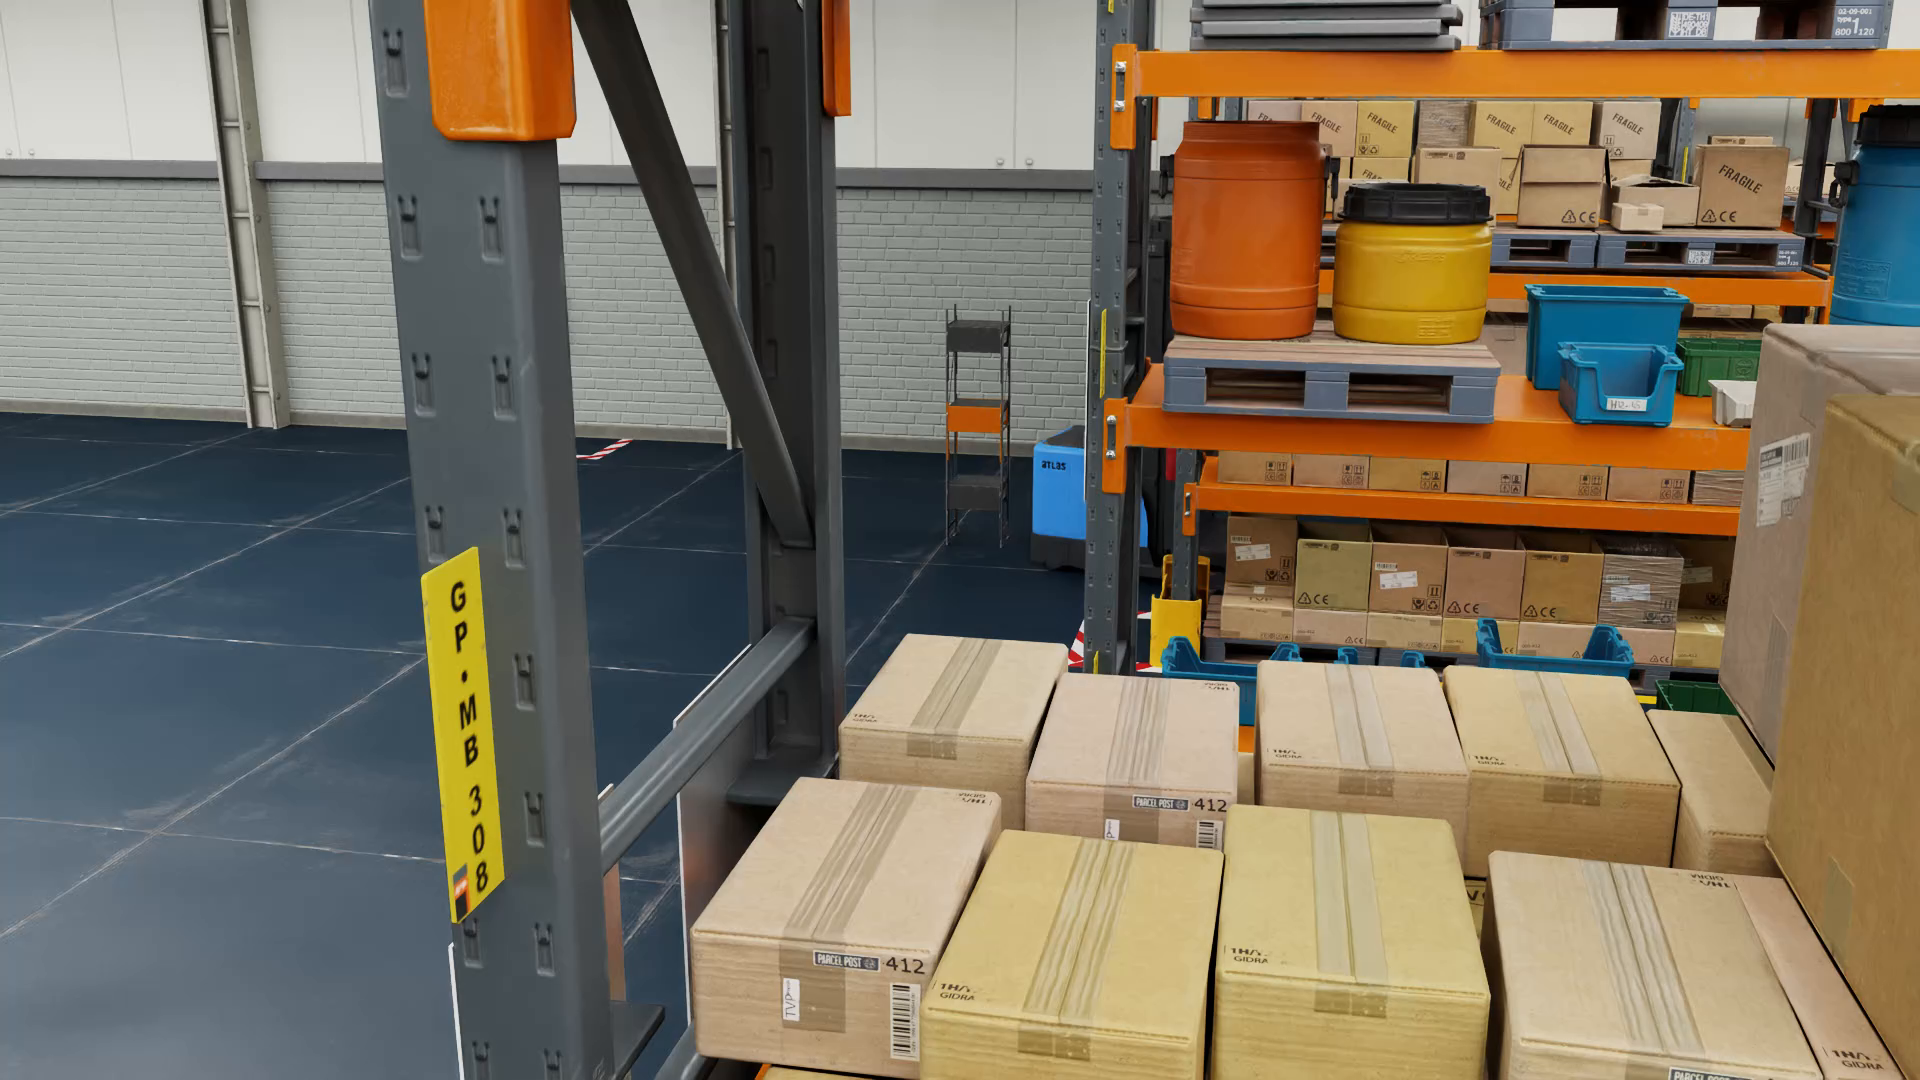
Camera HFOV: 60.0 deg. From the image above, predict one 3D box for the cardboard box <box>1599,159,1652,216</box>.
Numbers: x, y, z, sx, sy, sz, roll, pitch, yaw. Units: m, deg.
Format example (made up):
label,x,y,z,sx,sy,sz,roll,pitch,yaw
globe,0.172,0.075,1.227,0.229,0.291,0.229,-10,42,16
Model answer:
label,x,y,z,sx,sy,sz,roll,pitch,yaw
cardboard box,6.001,-3.241,15.230,0.500,0.500,0.500,4,16,13

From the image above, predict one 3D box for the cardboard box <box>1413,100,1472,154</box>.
label,x,y,z,sx,sy,sz,roll,pitch,yaw
cardboard box,4.610,-3.932,15.851,0.500,0.500,0.500,3,16,11

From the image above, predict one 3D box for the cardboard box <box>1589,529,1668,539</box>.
label,x,y,z,sx,sy,sz,roll,pitch,yaw
cardboard box,4.681,0.151,11.788,0.500,0.500,0.500,3,16,11

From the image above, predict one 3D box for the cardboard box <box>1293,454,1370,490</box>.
label,x,y,z,sx,sy,sz,roll,pitch,yaw
cardboard box,2.615,-0.686,11.661,0.500,0.500,0.700,4,16,13

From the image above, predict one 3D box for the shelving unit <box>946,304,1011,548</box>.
label,x,y,z,sx,sy,sz,roll,pitch,yaw
shelving unit,0.162,-1.003,14.680,0.503,2.100,0.431,3,16,11

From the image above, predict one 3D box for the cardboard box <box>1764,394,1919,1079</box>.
label,x,y,z,sx,sy,sz,roll,pitch,yaw
cardboard box,1.068,0.171,1.457,0.500,0.500,0.500,3,16,11

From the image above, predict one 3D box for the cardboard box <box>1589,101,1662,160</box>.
label,x,y,z,sx,sy,sz,roll,pitch,yaw
cardboard box,6.003,-3.716,15.073,0.500,0.500,0.500,2,16,6

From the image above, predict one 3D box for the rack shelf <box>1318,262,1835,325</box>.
label,x,y,z,sx,sy,sz,roll,pitch,yaw
rack shelf,3.604,-1.685,11.183,4.000,0.370,1.077,3,16,11

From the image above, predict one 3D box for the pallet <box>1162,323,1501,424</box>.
label,x,y,z,sx,sy,sz,roll,pitch,yaw
pallet,1.445,-0.682,6.568,1.213,0.211,1.003,3,16,11

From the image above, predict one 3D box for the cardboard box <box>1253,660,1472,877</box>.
label,x,y,z,sx,sy,sz,roll,pitch,yaw
cardboard box,0.523,0.297,2.215,0.250,0.149,0.380,2,16,9

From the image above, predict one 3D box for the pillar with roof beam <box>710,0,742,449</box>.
label,x,y,z,sx,sy,sz,roll,pitch,yaw
pillar with roof beam,-3.251,-4.261,13.519,0.400,9.000,9.100,3,16,11

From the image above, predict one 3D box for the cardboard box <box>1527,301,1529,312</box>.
label,x,y,z,sx,sy,sz,roll,pitch,yaw
cardboard box,5.533,-2.044,15.589,0.500,0.500,0.500,3,16,11

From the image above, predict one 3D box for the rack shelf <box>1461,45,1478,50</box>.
label,x,y,z,sx,sy,sz,roll,pitch,yaw
rack shelf,4.588,-4.425,15.462,4.000,0.370,1.077,3,16,11

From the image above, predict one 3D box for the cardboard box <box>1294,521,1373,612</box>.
label,x,y,z,sx,sy,sz,roll,pitch,yaw
cardboard box,2.616,0.182,11.676,0.500,0.500,0.500,3,16,11

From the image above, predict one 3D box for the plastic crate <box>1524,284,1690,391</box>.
label,x,y,z,sx,sy,sz,roll,pitch,yaw
plastic crate,2.582,-0.812,6.715,0.575,0.384,0.392,3,16,11

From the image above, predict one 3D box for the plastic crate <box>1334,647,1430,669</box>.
label,x,y,z,sx,sy,sz,roll,pitch,yaw
plastic crate,1.839,0.659,7.271,0.408,0.251,0.499,3,16,11

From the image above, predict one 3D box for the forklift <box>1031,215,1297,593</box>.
label,x,y,z,sx,sy,sz,roll,pitch,yaw
forklift,2.159,-1.124,13.560,3.031,2.935,1.130,7,17,24

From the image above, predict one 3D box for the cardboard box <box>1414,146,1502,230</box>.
label,x,y,z,sx,sy,sz,roll,pitch,yaw
cardboard box,3.217,-2.296,10.806,0.500,0.500,0.500,3,16,11

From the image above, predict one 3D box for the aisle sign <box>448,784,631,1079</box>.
label,x,y,z,sx,sy,sz,roll,pitch,yaw
aisle sign,-0.454,0.721,1.899,0.004,0.787,0.394,3,16,11

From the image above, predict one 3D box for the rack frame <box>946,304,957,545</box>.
label,x,y,z,sx,sy,sz,roll,pitch,yaw
rack frame,-0.077,-1.016,14.727,0.015,2.100,0.400,3,16,11

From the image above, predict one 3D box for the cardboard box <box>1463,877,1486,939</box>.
label,x,y,z,sx,sy,sz,roll,pitch,yaw
cardboard box,0.680,0.511,2.191,0.500,0.250,0.500,3,16,11

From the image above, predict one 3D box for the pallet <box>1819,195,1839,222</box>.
label,x,y,z,sx,sy,sz,roll,pitch,yaw
pallet,8.148,-3.015,14.992,1.003,0.211,1.213,3,16,11

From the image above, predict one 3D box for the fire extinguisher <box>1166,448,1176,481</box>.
label,x,y,z,sx,sy,sz,roll,pitch,yaw
fire extinguisher,1.621,-0.783,12.344,0.183,0.674,0.296,3,16,11

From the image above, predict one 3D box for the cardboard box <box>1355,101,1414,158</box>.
label,x,y,z,sx,sy,sz,roll,pitch,yaw
cardboard box,3.943,-3.825,15.466,0.500,0.500,0.500,4,16,13

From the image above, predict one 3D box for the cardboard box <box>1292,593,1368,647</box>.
label,x,y,z,sx,sy,sz,roll,pitch,yaw
cardboard box,2.616,0.543,11.777,0.500,0.250,0.500,3,16,11

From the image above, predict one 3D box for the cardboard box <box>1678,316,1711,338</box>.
label,x,y,z,sx,sy,sz,roll,pitch,yaw
cardboard box,4.633,-1.201,11.092,0.500,0.500,0.700,3,16,11

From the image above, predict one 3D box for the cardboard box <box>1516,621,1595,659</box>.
label,x,y,z,sx,sy,sz,roll,pitch,yaw
cardboard box,4.085,0.624,11.485,0.500,0.250,0.500,3,16,11

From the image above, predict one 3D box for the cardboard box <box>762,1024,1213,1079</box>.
label,x,y,z,sx,sy,sz,roll,pitch,yaw
cardboard box,0.087,0.619,1.800,0.500,0.250,0.500,4,16,13

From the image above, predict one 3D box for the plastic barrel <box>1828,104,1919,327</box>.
label,x,y,z,sx,sy,sz,roll,pitch,yaw
plastic barrel,3.620,-1.154,6.195,0.708,0.901,0.600,3,16,11

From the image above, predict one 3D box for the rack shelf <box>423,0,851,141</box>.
label,x,y,z,sx,sy,sz,roll,pitch,yaw
rack shelf,1.627,-0.537,1.429,4.000,0.370,1.077,3,16,11

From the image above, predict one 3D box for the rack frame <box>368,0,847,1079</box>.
label,x,y,z,sx,sy,sz,roll,pitch,yaw
rack frame,-0.333,-0.992,1.716,0.127,3.000,1.000,3,16,11

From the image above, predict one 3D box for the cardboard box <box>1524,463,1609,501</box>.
label,x,y,z,sx,sy,sz,roll,pitch,yaw
cardboard box,4.119,-0.604,11.365,0.500,0.500,0.700,3,16,12

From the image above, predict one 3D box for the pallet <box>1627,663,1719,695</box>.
label,x,y,z,sx,sy,sz,roll,pitch,yaw
pallet,4.793,0.811,11.668,1.213,0.211,1.003,3,16,11

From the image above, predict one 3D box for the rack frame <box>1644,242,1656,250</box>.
label,x,y,z,sx,sy,sz,roll,pitch,yaw
rack frame,6.548,-1.775,15.783,0.127,3.000,1.000,3,16,11

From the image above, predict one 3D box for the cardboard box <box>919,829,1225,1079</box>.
label,x,y,z,sx,sy,sz,roll,pitch,yaw
cardboard box,0.125,0.448,1.671,0.250,0.149,0.380,3,16,12

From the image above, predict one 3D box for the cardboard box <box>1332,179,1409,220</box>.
label,x,y,z,sx,sy,sz,roll,pitch,yaw
cardboard box,2.825,-2.343,11.445,0.500,0.250,0.500,3,16,11

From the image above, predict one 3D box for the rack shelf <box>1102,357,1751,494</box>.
label,x,y,z,sx,sy,sz,roll,pitch,yaw
rack shelf,2.614,-0.389,6.506,4.000,0.370,1.077,3,16,11

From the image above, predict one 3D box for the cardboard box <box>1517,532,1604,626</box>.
label,x,y,z,sx,sy,sz,roll,pitch,yaw
cardboard box,4.088,0.259,11.397,0.500,0.500,0.500,3,16,11

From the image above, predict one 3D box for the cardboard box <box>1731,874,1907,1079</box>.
label,x,y,z,sx,sy,sz,roll,pitch,yaw
cardboard box,0.887,0.476,1.569,0.250,0.149,0.380,3,16,11

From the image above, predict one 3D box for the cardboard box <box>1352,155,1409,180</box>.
label,x,y,z,sx,sy,sz,roll,pitch,yaw
cardboard box,3.935,-3.344,15.601,0.500,0.500,0.500,4,16,14

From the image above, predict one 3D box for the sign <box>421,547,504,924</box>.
label,x,y,z,sx,sy,sz,roll,pitch,yaw
sign,-0.441,0.174,1.488,0.005,0.325,0.100,3,16,11

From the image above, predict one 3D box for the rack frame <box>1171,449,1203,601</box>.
label,x,y,z,sx,sy,sz,roll,pitch,yaw
rack frame,1.644,-0.692,11.872,0.127,3.000,1.000,3,16,11

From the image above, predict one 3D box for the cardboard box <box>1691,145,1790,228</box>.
label,x,y,z,sx,sy,sz,roll,pitch,yaw
cardboard box,5.123,-2.339,10.961,0.500,0.500,0.500,4,16,16

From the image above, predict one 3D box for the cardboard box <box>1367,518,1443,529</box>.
label,x,y,z,sx,sy,sz,roll,pitch,yaw
cardboard box,3.212,0.069,12.083,0.500,0.500,0.500,3,16,11

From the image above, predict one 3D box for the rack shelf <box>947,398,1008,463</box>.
label,x,y,z,sx,sy,sz,roll,pitch,yaw
rack shelf,0.162,-0.990,14.684,0.480,0.518,0.431,3,16,11

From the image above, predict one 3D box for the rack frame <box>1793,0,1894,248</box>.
label,x,y,z,sx,sy,sz,roll,pitch,yaw
rack frame,5.564,-3.371,10.303,0.127,3.000,1.000,3,16,11

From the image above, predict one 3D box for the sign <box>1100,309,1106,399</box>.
label,x,y,z,sx,sy,sz,roll,pitch,yaw
sign,0.540,-0.703,6.275,0.005,0.325,0.100,3,16,11

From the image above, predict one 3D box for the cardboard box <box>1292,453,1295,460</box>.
label,x,y,z,sx,sy,sz,roll,pitch,yaw
cardboard box,3.288,-0.844,16.633,0.500,0.311,0.500,1,16,5

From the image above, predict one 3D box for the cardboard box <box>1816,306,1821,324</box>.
label,x,y,z,sx,sy,sz,roll,pitch,yaw
cardboard box,8.237,-1.941,15.370,0.500,0.500,0.700,5,16,19

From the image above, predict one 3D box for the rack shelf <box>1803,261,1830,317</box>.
label,x,y,z,sx,sy,sz,roll,pitch,yaw
rack shelf,7.524,-1.472,10.415,4.000,0.370,1.077,3,16,11

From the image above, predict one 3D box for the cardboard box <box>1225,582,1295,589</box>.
label,x,y,z,sx,sy,sz,roll,pitch,yaw
cardboard box,2.229,0.382,12.359,0.500,0.250,0.500,3,16,11
